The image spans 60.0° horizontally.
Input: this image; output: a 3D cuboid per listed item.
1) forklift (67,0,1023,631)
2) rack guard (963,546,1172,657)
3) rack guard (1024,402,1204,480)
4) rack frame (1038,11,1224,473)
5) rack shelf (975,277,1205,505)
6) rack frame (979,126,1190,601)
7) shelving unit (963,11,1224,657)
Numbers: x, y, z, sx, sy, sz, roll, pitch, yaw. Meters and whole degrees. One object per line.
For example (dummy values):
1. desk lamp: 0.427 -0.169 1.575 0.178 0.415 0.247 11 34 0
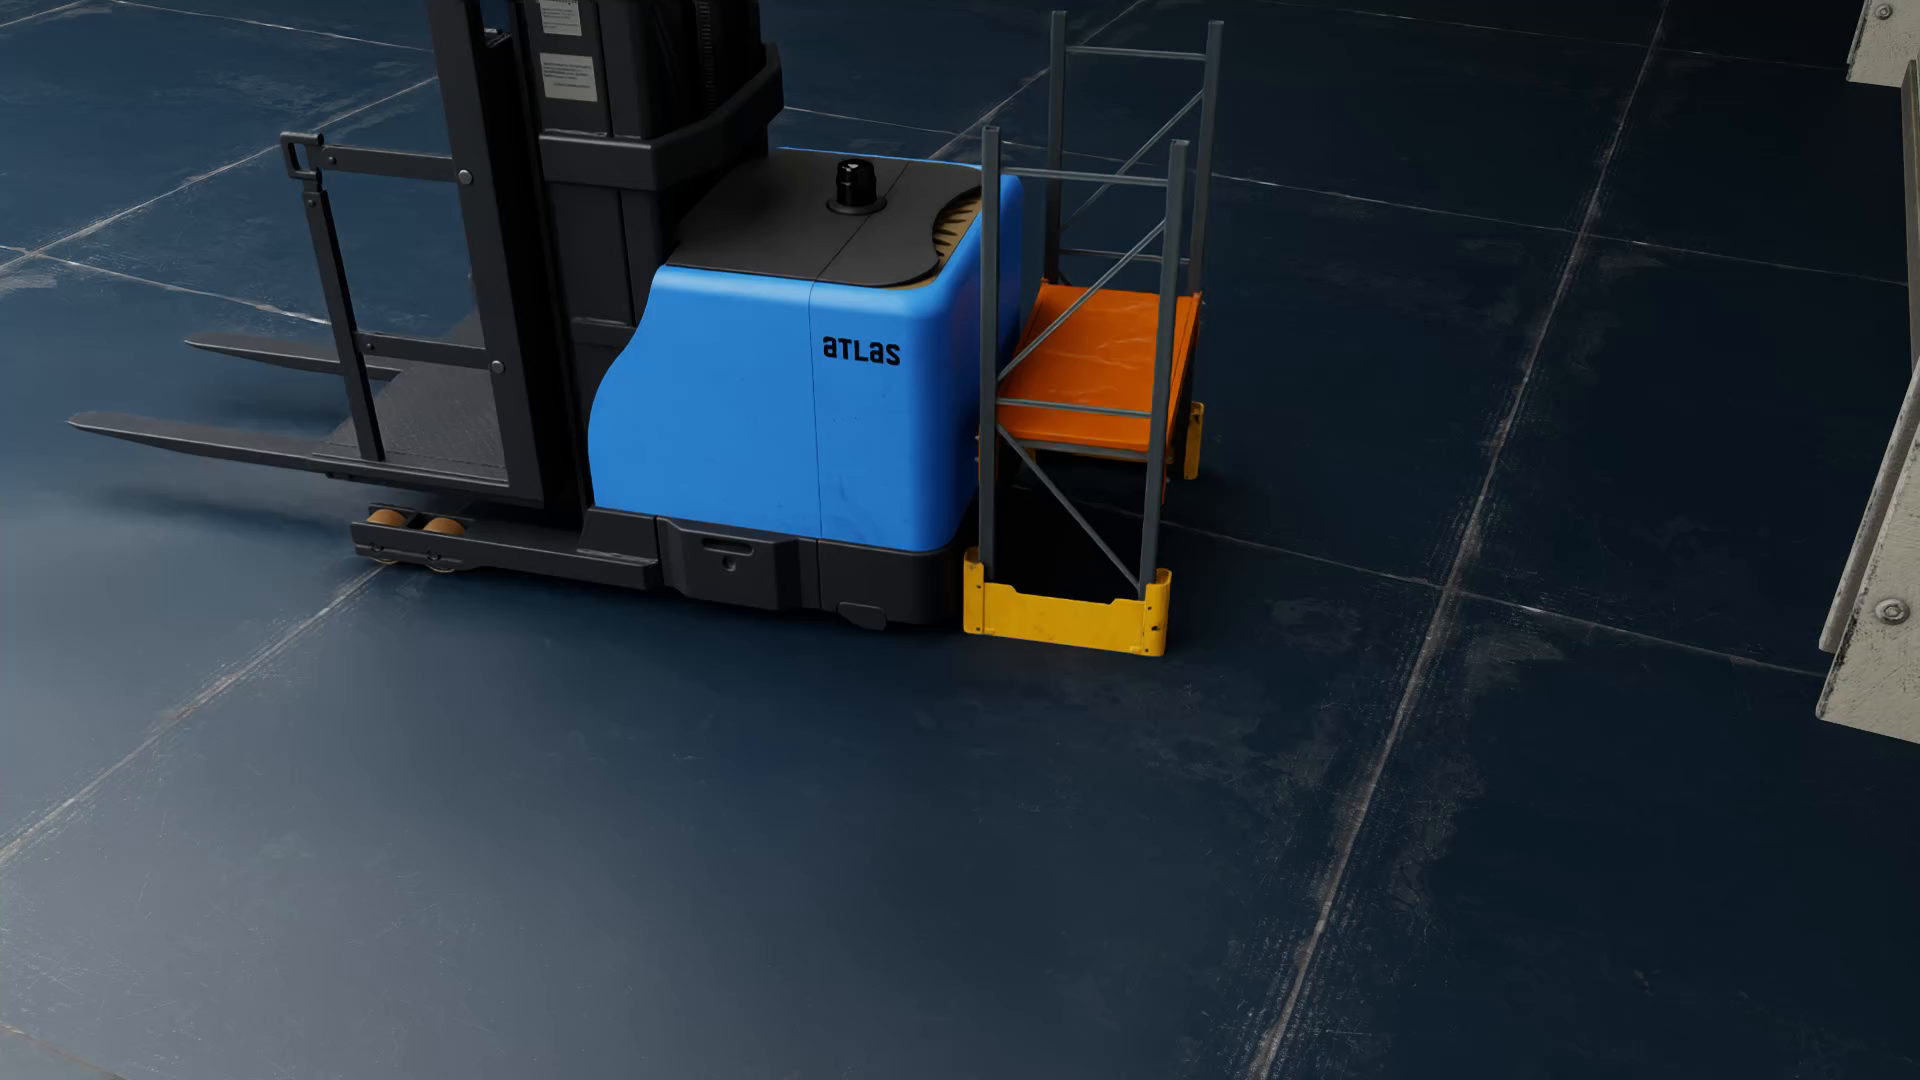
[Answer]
1. forklift: -1.371 -1.396 4.705 3.031 2.935 1.130 8 34 12
2. rack guard: 0.301 0.176 4.754 0.587 0.250 0.087 7 34 10
3. rack guard: 0.511 -0.358 5.568 0.587 0.250 0.087 7 34 10
4. rack frame: 0.515 -0.891 5.242 0.500 1.500 0.032 7 34 10
5. rack shelf: 0.408 -0.468 4.925 0.538 0.185 1.000 7 34 10
6. rack frame: 0.300 -0.346 4.410 0.500 1.500 0.032 7 34 10
7. shelving unit: 0.406 -0.614 4.819 0.587 1.500 1.083 7 34 10
